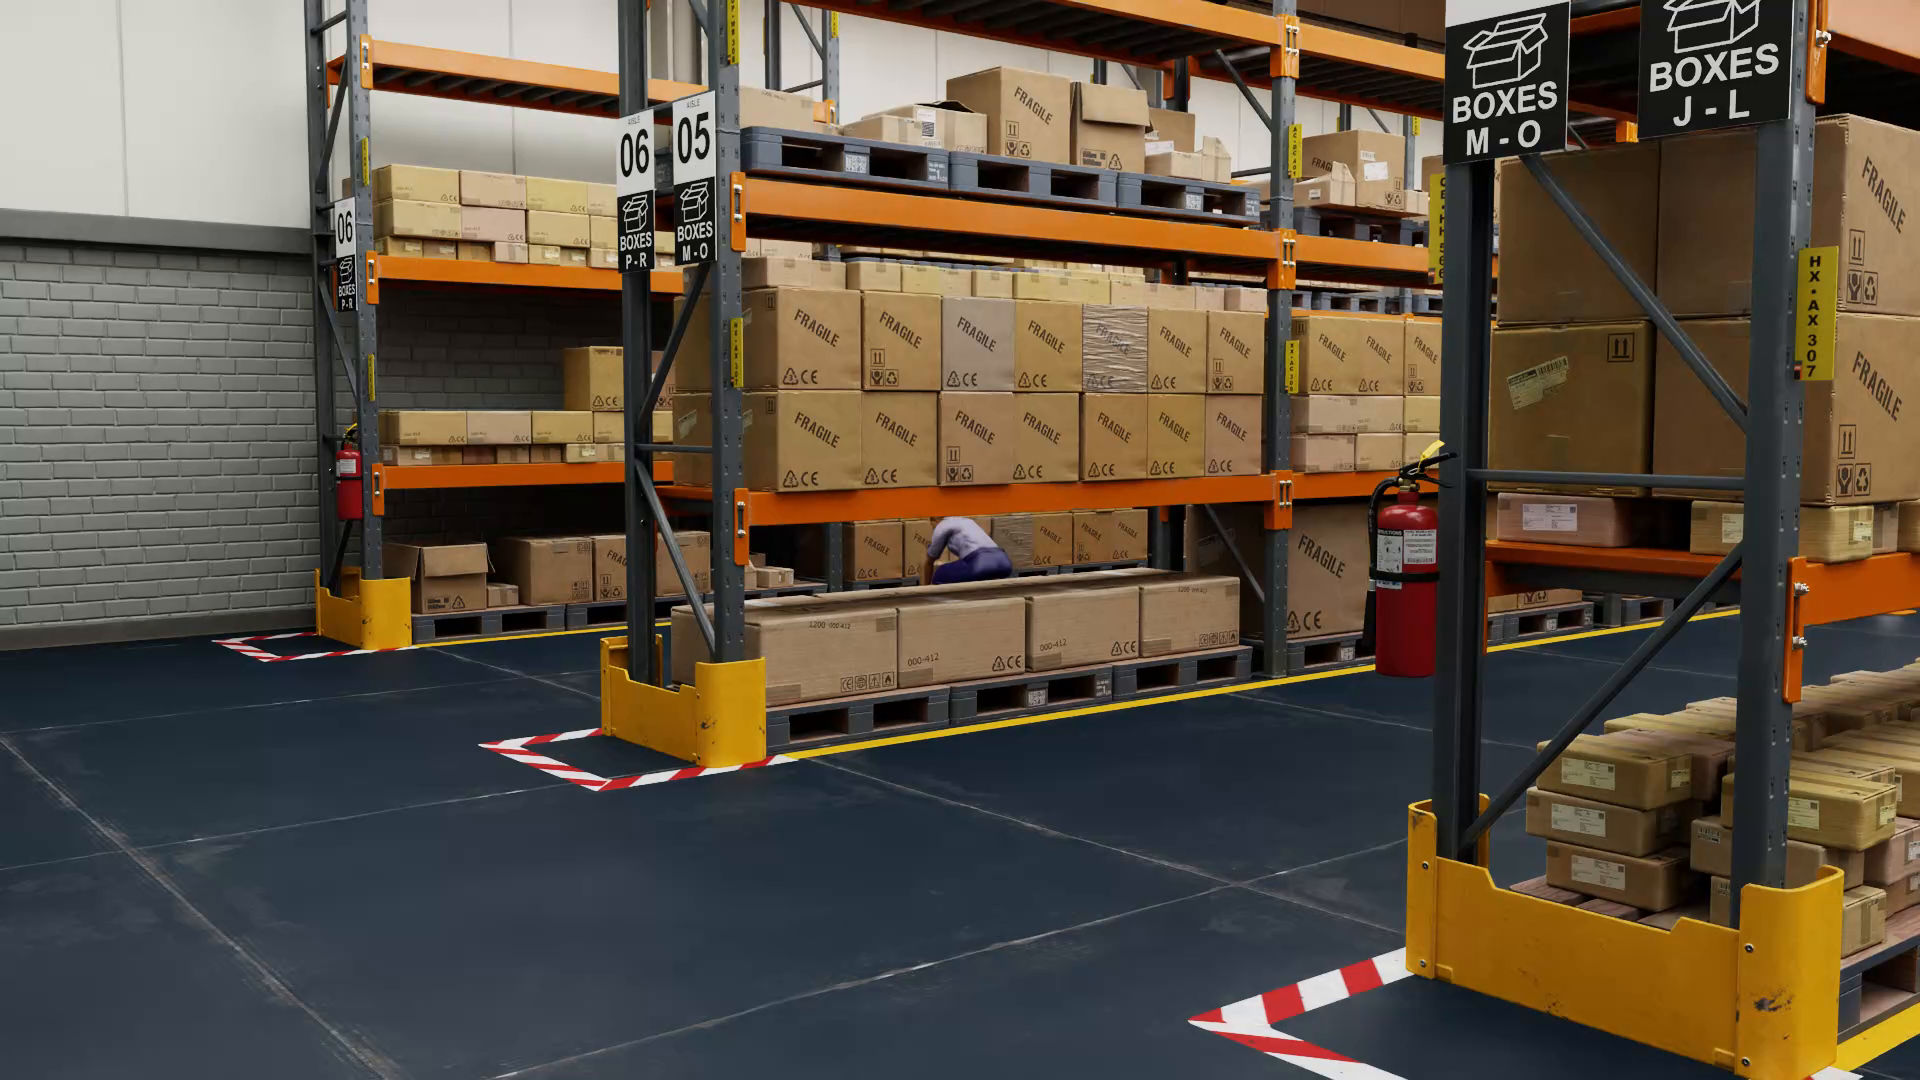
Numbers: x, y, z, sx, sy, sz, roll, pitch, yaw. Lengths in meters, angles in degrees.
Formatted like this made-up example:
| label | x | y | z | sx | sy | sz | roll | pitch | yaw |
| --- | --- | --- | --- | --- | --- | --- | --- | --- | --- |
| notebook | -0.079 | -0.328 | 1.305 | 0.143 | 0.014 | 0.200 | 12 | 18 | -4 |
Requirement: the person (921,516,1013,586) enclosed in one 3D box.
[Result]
| label | x | y | z | sx | sy | sz | roll | pitch | yaw |
| --- | --- | --- | --- | --- | --- | --- | --- | --- | --- |
| person | 0.034 | 0.195 | 13.497 | 0.516 | 0.939 | 0.830 | -4 | 6 | -39 |
